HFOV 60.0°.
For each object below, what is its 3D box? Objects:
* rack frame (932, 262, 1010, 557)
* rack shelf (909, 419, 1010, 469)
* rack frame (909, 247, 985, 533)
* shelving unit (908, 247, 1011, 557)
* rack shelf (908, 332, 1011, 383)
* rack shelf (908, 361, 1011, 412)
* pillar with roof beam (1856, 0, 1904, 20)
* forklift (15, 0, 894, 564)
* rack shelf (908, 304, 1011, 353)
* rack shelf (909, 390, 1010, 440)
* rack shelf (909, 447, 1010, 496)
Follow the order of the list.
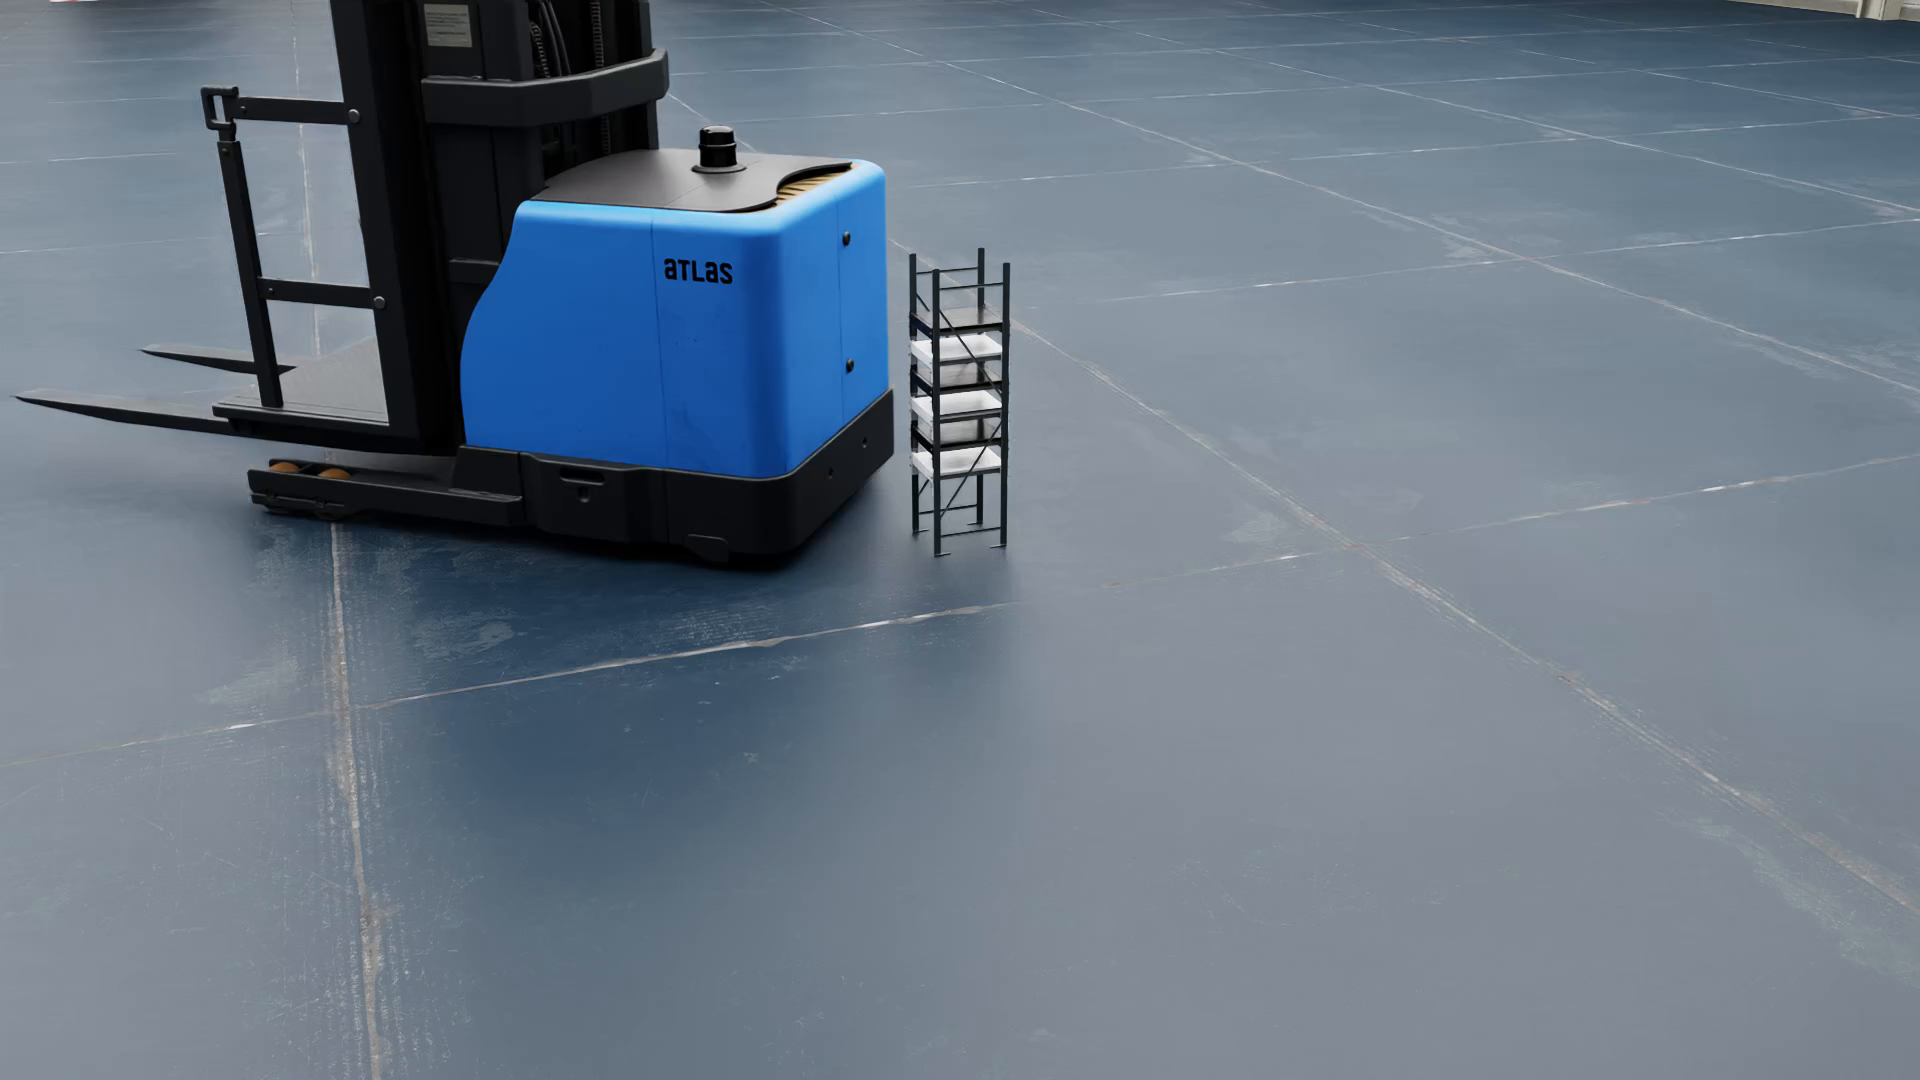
[{"bbox_3d":[0.033,-0.381,4.995,0.240,0.900,0.006,-8,24,-19],"label":"rack frame"},{"bbox_3d":[-0.003,-0.304,5.130,0.258,0.077,0.200,-8,24,-19],"label":"rack shelf"},{"bbox_3d":[-0.039,-0.455,5.170,0.240,0.900,0.006,-8,24,-19],"label":"rack frame"},{"bbox_3d":[-0.003,-0.418,5.082,0.258,0.900,0.210,-8,24,-19],"label":"shelving unit"},{"bbox_3d":[-0.003,-0.553,5.025,0.258,0.077,0.200,-8,24,-19],"label":"rack shelf"},{"bbox_3d":[-0.003,-0.470,5.060,0.258,0.077,0.200,-8,24,-19],"label":"rack shelf"},{"bbox_3d":[7.308,-9.999,17.388,9.100,9.000,0.400,-8,24,-19],"label":"pillar with roof beam"},{"bbox_3d":[-1.804,-1.600,5.271,3.031,2.935,1.130,7,24,16],"label":"forklift"},{"bbox_3d":[-0.003,-0.636,4.990,0.258,0.077,0.200,-8,24,-19],"label":"rack shelf"},{"bbox_3d":[-0.003,-0.387,5.095,0.258,0.077,0.200,-8,24,-19],"label":"rack shelf"},{"bbox_3d":[-0.003,-0.221,5.165,0.258,0.077,0.200,-8,24,-19],"label":"rack shelf"}]
